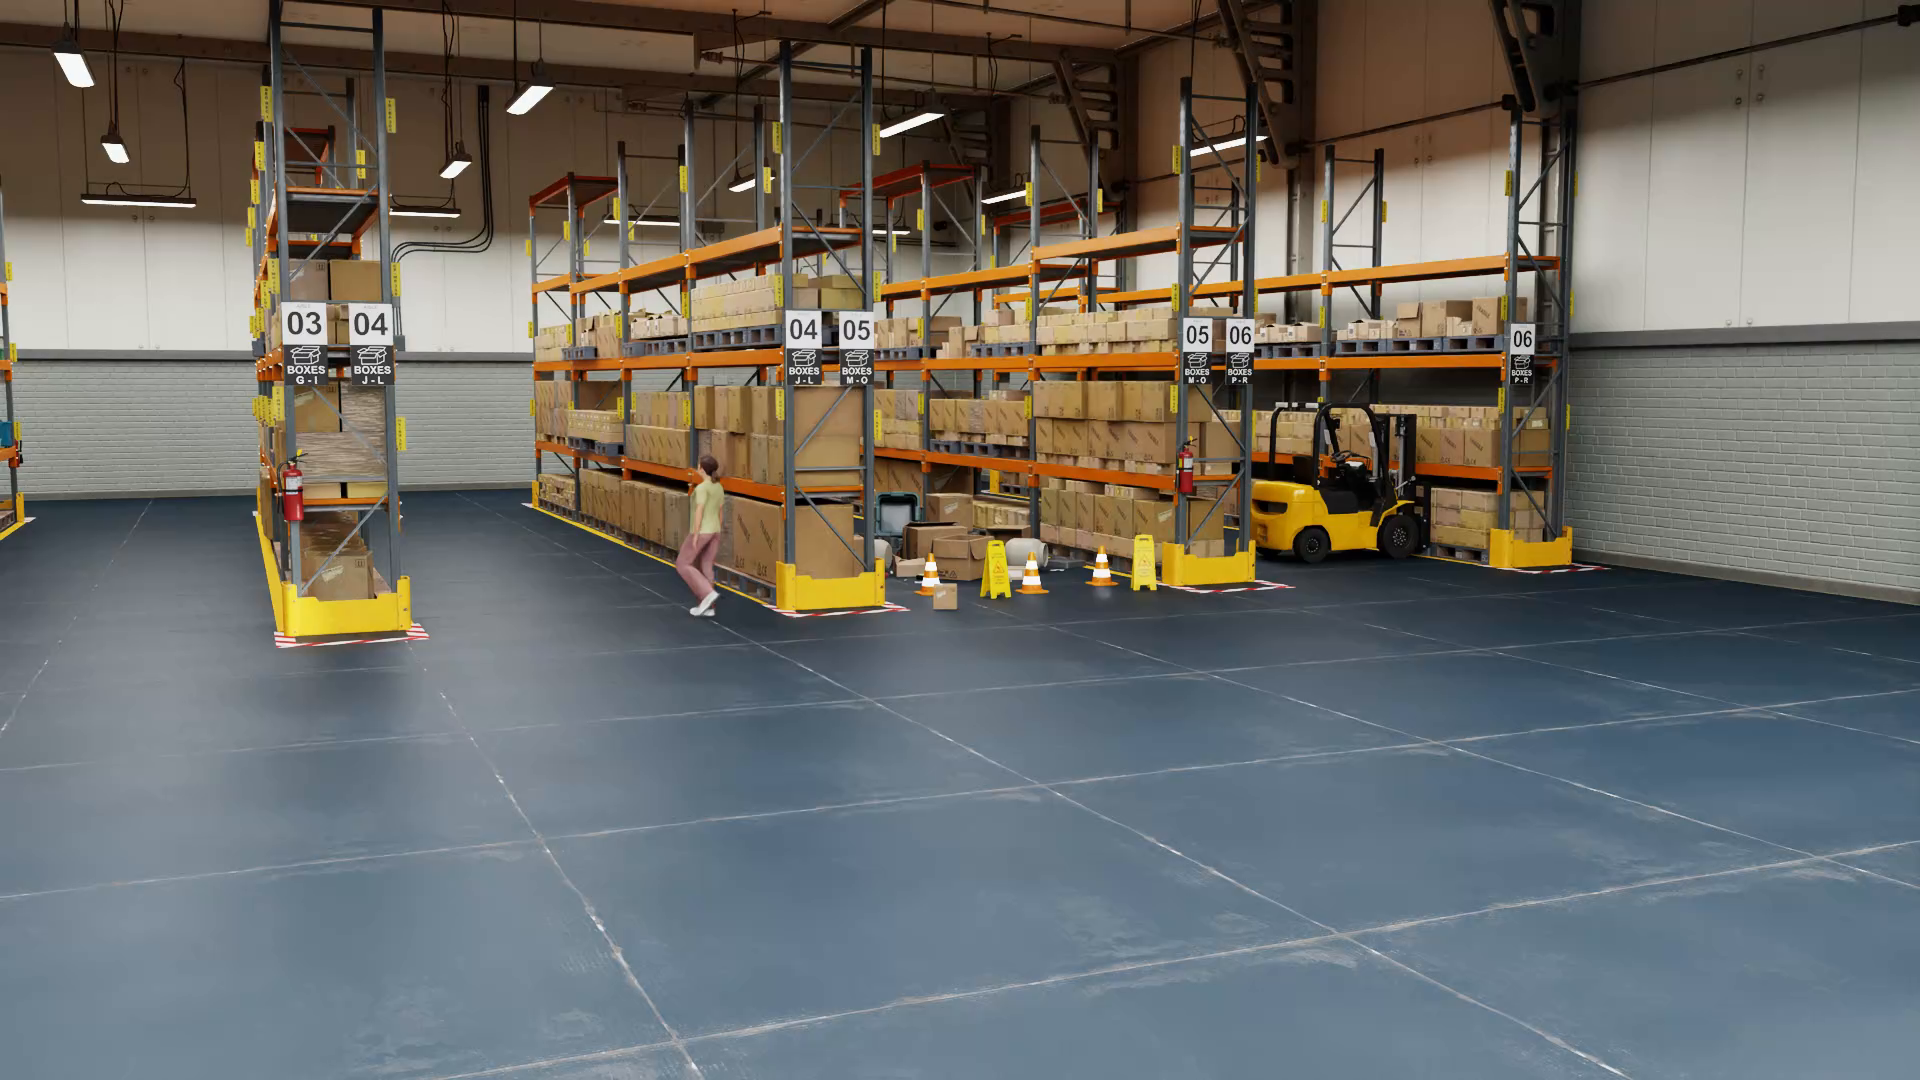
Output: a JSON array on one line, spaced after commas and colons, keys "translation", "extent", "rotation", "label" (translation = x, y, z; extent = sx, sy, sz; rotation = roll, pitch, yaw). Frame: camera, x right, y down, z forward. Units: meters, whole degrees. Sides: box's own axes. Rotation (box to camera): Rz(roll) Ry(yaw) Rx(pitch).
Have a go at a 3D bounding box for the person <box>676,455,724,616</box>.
[{"translation": [-2.656, -0.045, 17.195], "extent": [0.440, 1.658, 0.475], "rotation": [3, 6, 27], "label": "person"}]
